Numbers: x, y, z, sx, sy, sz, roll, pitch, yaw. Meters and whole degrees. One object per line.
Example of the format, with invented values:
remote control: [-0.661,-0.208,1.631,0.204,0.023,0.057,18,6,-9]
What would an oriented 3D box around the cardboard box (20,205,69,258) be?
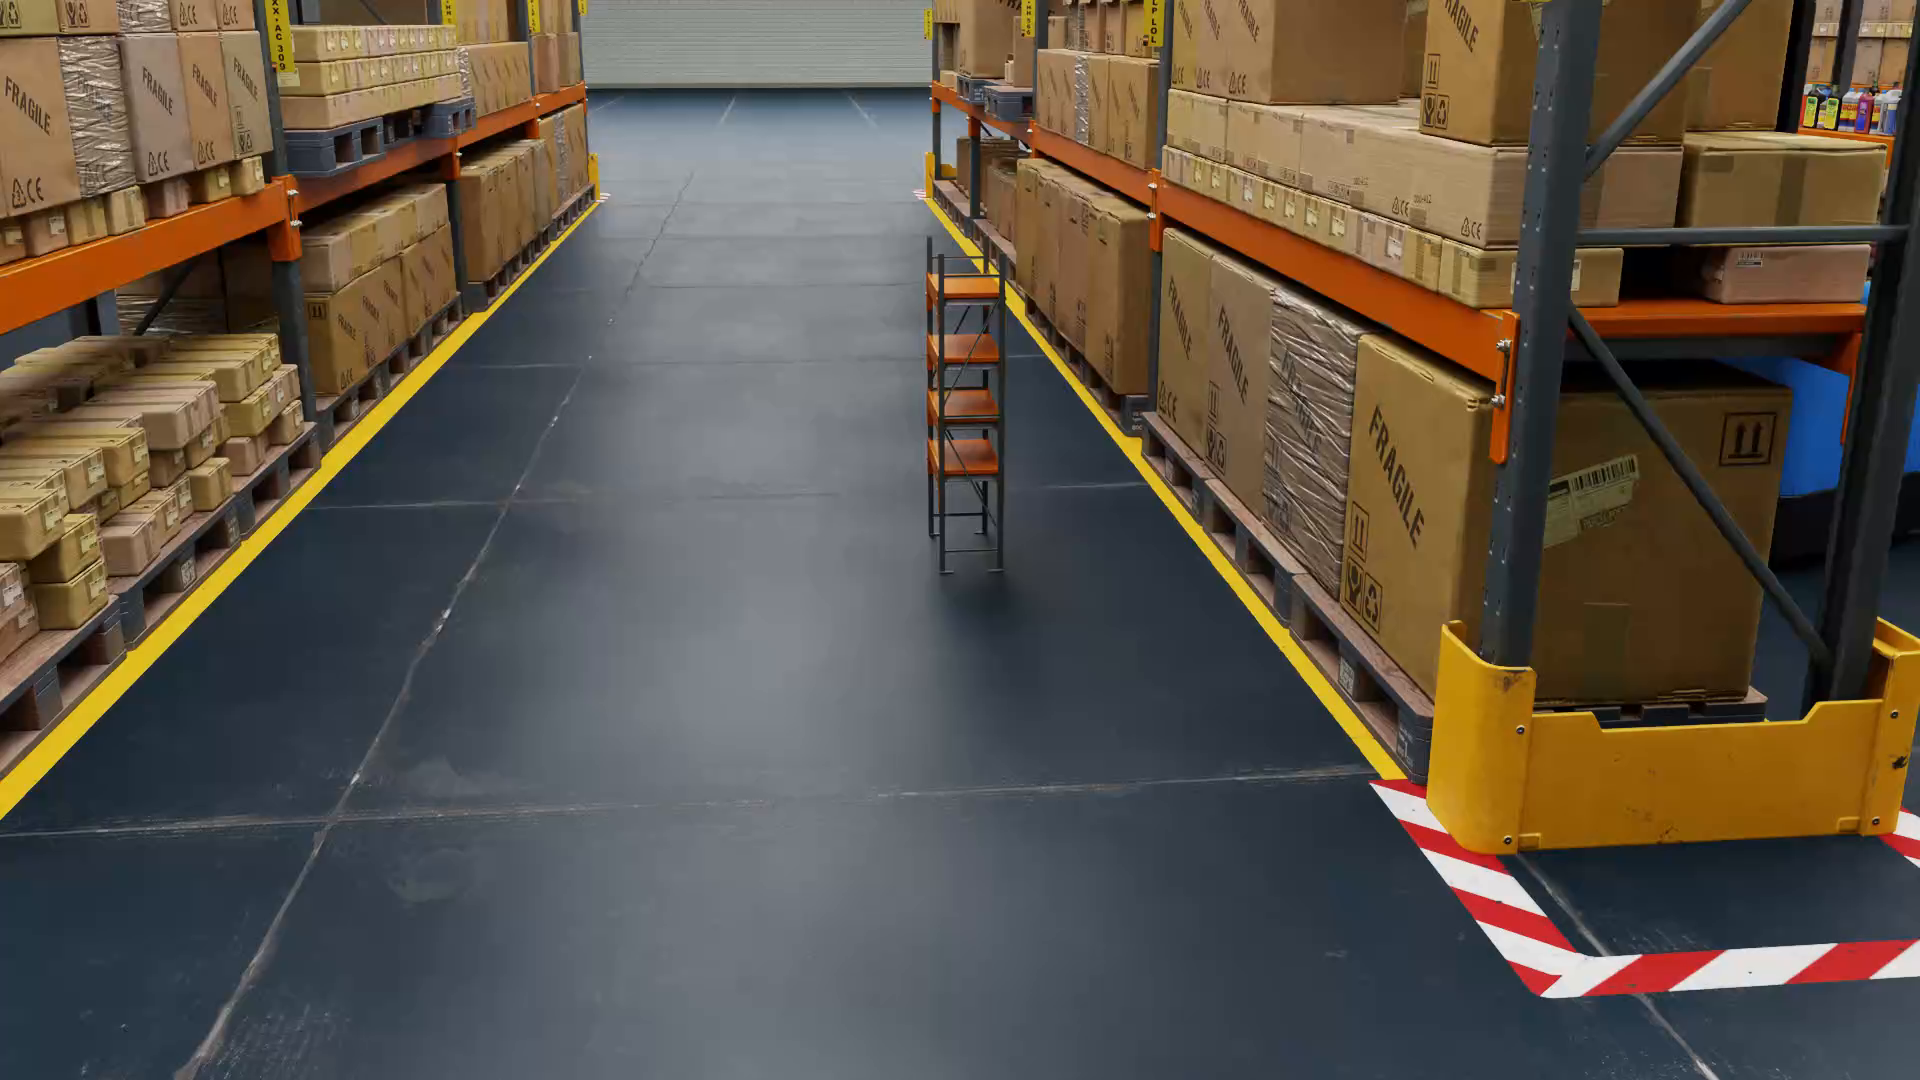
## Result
cardboard box: [-3.024,-0.965,5.163,0.380,0.149,0.250,-2,18,-7]

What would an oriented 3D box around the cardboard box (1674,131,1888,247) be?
cardboard box: [2.052,-0.938,4.411,0.500,0.250,0.500,-2,18,-7]

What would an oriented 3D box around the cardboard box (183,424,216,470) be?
cardboard box: [-3.116,-0.370,6.411,0.380,0.149,0.250,-1,17,-4]

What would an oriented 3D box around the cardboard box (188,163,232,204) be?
cardboard box: [-3.158,-1.432,6.651,0.380,0.149,0.250,-1,17,-3]

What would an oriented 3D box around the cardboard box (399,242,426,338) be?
cardboard box: [-3.488,-1.485,9.870,0.500,0.500,0.500,-3,18,-8]

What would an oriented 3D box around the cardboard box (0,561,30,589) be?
cardboard box: [-2.995,0.107,4.890,0.380,0.149,0.250,-2,17,-5]

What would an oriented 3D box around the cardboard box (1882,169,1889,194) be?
cardboard box: [10.142,-3.766,17.553,0.500,0.250,0.500,-2,18,-6]

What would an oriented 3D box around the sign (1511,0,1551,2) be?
sign: [1.292,-1.369,3.702,0.100,0.325,0.005,-2,18,-6]

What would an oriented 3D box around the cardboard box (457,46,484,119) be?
cardboard box: [-3.769,-3.318,12.071,0.500,0.500,0.500,-2,18,-6]

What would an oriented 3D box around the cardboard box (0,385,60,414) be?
cardboard box: [-3.655,-0.487,6.285,0.380,0.149,0.250,-1,17,-4]

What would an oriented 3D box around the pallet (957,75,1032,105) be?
pallet: [0.529,-3.968,14.628,1.003,0.211,1.213,-2,18,-6]

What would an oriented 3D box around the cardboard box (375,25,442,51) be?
cardboard box: [-3.379,-3.056,10.129,0.380,0.149,0.250,-1,17,-4]

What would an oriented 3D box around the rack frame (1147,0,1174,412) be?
rack frame: [1.420,-1.908,7.747,1.000,3.000,0.127,-2,18,-6]

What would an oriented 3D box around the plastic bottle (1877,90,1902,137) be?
plastic bottle: [5.800,-2.642,10.290,0.152,0.276,0.135,-2,18,-6]

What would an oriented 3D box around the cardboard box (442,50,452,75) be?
cardboard box: [-3.403,-2.986,10.404,0.380,0.149,0.250,-1,17,-4]

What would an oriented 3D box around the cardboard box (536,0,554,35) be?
cardboard box: [-4.444,-5.192,16.152,0.875,0.550,0.550,-2,18,-6]

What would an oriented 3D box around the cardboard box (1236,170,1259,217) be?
cardboard box: [1.254,-1.304,6.241,0.380,0.149,0.250,-2,17,-5]

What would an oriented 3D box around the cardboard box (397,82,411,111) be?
cardboard box: [-3.270,-2.461,9.227,0.380,0.149,0.250,-3,18,-8]

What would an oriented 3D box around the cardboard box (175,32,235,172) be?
cardboard box: [-3.140,-1.684,6.371,0.500,0.500,0.500,-2,18,-7]

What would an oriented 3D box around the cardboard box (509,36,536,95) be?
cardboard box: [-4.399,-4.350,15.273,0.875,0.550,0.550,-2,18,-6]

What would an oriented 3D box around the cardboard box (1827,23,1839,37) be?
cardboard box: [9.971,-5.714,18.621,0.380,0.149,0.250,-2,18,-7]

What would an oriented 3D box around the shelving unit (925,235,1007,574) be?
shelving unit: [0.017,-0.523,6.340,0.258,1.200,0.503,-2,18,-6]

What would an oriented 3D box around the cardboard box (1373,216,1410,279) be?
cardboard box: [1.415,-0.845,4.780,0.380,0.149,0.250,-2,18,-6]

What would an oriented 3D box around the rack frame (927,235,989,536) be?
rack frame: [-0.008,-0.596,6.572,0.240,1.200,0.015,-2,18,-6]

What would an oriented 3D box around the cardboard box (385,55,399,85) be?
cardboard box: [-3.247,-2.530,8.949,0.380,0.149,0.250,-2,18,-7]

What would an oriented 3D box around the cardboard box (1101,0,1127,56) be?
cardboard box: [1.207,-3.014,9.428,0.797,0.503,0.637,-1,17,-4]

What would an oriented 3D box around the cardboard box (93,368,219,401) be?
cardboard box: [-3.180,-0.582,6.590,0.380,0.149,0.250,-1,17,-4]

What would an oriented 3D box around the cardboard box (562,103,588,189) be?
cardboard box: [-4.626,-4.347,18.361,0.875,0.875,0.875,-2,18,-5]

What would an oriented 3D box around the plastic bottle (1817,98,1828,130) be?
plastic bottle: [5.703,-2.806,10.939,0.097,0.201,0.097,0,17,0]

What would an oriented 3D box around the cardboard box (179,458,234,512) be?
cardboard box: [-3.038,-0.210,6.398,0.380,0.149,0.250,-2,18,-6]

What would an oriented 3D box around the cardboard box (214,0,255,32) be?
cardboard box: [-3.206,-2.320,6.726,0.500,0.500,0.500,-2,18,-8]

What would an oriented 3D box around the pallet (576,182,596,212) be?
pallet: [-4.601,-3.794,18.409,1.003,0.211,1.213,-2,18,-6]

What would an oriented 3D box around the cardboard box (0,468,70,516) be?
cardboard box: [-2.982,-0.113,5.093,0.380,0.149,0.250,-3,18,-8]

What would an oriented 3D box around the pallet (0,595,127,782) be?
pallet: [-3.168,0.471,4.823,1.003,0.211,1.213,-2,18,-6]

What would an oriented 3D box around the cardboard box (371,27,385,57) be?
cardboard box: [-3.216,-2.591,8.647,0.380,0.149,0.250,-2,18,-6]

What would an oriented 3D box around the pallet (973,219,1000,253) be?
pallet: [0.677,-2.729,15.018,1.003,0.211,1.213,-2,18,-6]

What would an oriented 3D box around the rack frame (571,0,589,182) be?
rack frame: [-4.761,-5.360,18.743,1.000,3.000,0.127,-2,18,-6]

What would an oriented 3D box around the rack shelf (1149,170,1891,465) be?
rack shelf: [1.626,-0.969,5.957,1.077,0.370,4.000,-2,18,-6]

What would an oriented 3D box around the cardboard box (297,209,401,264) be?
cardboard box: [-3.443,-1.689,9.271,0.500,0.250,0.500,-1,17,-4]

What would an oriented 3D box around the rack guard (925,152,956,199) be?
rack guard: [0.190,-4.268,19.437,1.175,0.500,0.348,-2,18,-6]

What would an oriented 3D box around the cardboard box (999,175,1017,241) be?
cardboard box: [0.726,-2.816,14.077,0.700,0.500,0.500,-3,18,-10]

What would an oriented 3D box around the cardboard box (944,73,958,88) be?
cardboard box: [0.033,-4.821,17.446,0.380,0.149,0.250,-2,18,-6]

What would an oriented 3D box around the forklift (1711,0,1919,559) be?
forklift: [2.748,-1.720,7.264,1.130,2.935,3.031,-9,20,-28]

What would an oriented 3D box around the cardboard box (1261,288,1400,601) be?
cardboard box: [1.593,-0.362,5.669,0.875,0.875,0.875,-2,18,-6]

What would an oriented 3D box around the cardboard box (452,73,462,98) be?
cardboard box: [-3.428,-2.924,10.703,0.380,0.149,0.250,-1,17,-5]

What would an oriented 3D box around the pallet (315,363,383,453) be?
pallet: [-3.606,-0.686,8.511,1.003,0.211,1.213,-2,18,-6]

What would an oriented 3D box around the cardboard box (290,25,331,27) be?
cardboard box: [-4.030,-3.044,10.091,0.380,0.149,0.250,-2,18,-6]

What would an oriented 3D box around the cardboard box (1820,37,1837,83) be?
cardboard box: [10.176,-5.392,18.677,0.700,0.500,0.500,-2,18,-5]

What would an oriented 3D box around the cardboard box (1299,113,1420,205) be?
cardboard box: [1.414,-1.226,5.327,0.500,0.250,0.500,-2,18,-8]

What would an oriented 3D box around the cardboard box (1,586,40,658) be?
cardboard box: [-2.988,0.251,4.927,0.380,0.149,0.250,-2,17,-5]

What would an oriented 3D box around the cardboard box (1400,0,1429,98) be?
cardboard box: [1.781,-2.058,6.727,0.500,0.500,0.500,-2,18,-5]

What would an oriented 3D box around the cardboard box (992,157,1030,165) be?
cardboard box: [0.594,-3.420,16.034,0.500,0.500,0.500,-2,18,-7]

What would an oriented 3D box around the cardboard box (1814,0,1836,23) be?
cardboard box: [10.137,-6.143,18.904,0.700,0.500,0.500,-2,18,-7]

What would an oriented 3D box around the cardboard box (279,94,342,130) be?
cardboard box: [-3.107,-1.997,7.749,0.380,0.149,0.250,-3,18,-8]

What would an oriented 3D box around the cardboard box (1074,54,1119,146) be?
cardboard box: [0.948,-2.539,9.590,0.500,0.500,0.500,-2,18,-5]

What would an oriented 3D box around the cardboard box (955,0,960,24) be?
cardboard box: [0.222,-5.233,16.004,0.500,0.500,0.500,-2,18,-6]

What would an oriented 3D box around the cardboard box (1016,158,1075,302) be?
cardboard box: [1.058,-2.080,11.141,1.225,0.875,0.875,-3,18,-8]

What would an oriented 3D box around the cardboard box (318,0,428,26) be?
cardboard box: [-3.973,-3.635,11.413,0.700,0.500,0.500,-2,18,-6]
